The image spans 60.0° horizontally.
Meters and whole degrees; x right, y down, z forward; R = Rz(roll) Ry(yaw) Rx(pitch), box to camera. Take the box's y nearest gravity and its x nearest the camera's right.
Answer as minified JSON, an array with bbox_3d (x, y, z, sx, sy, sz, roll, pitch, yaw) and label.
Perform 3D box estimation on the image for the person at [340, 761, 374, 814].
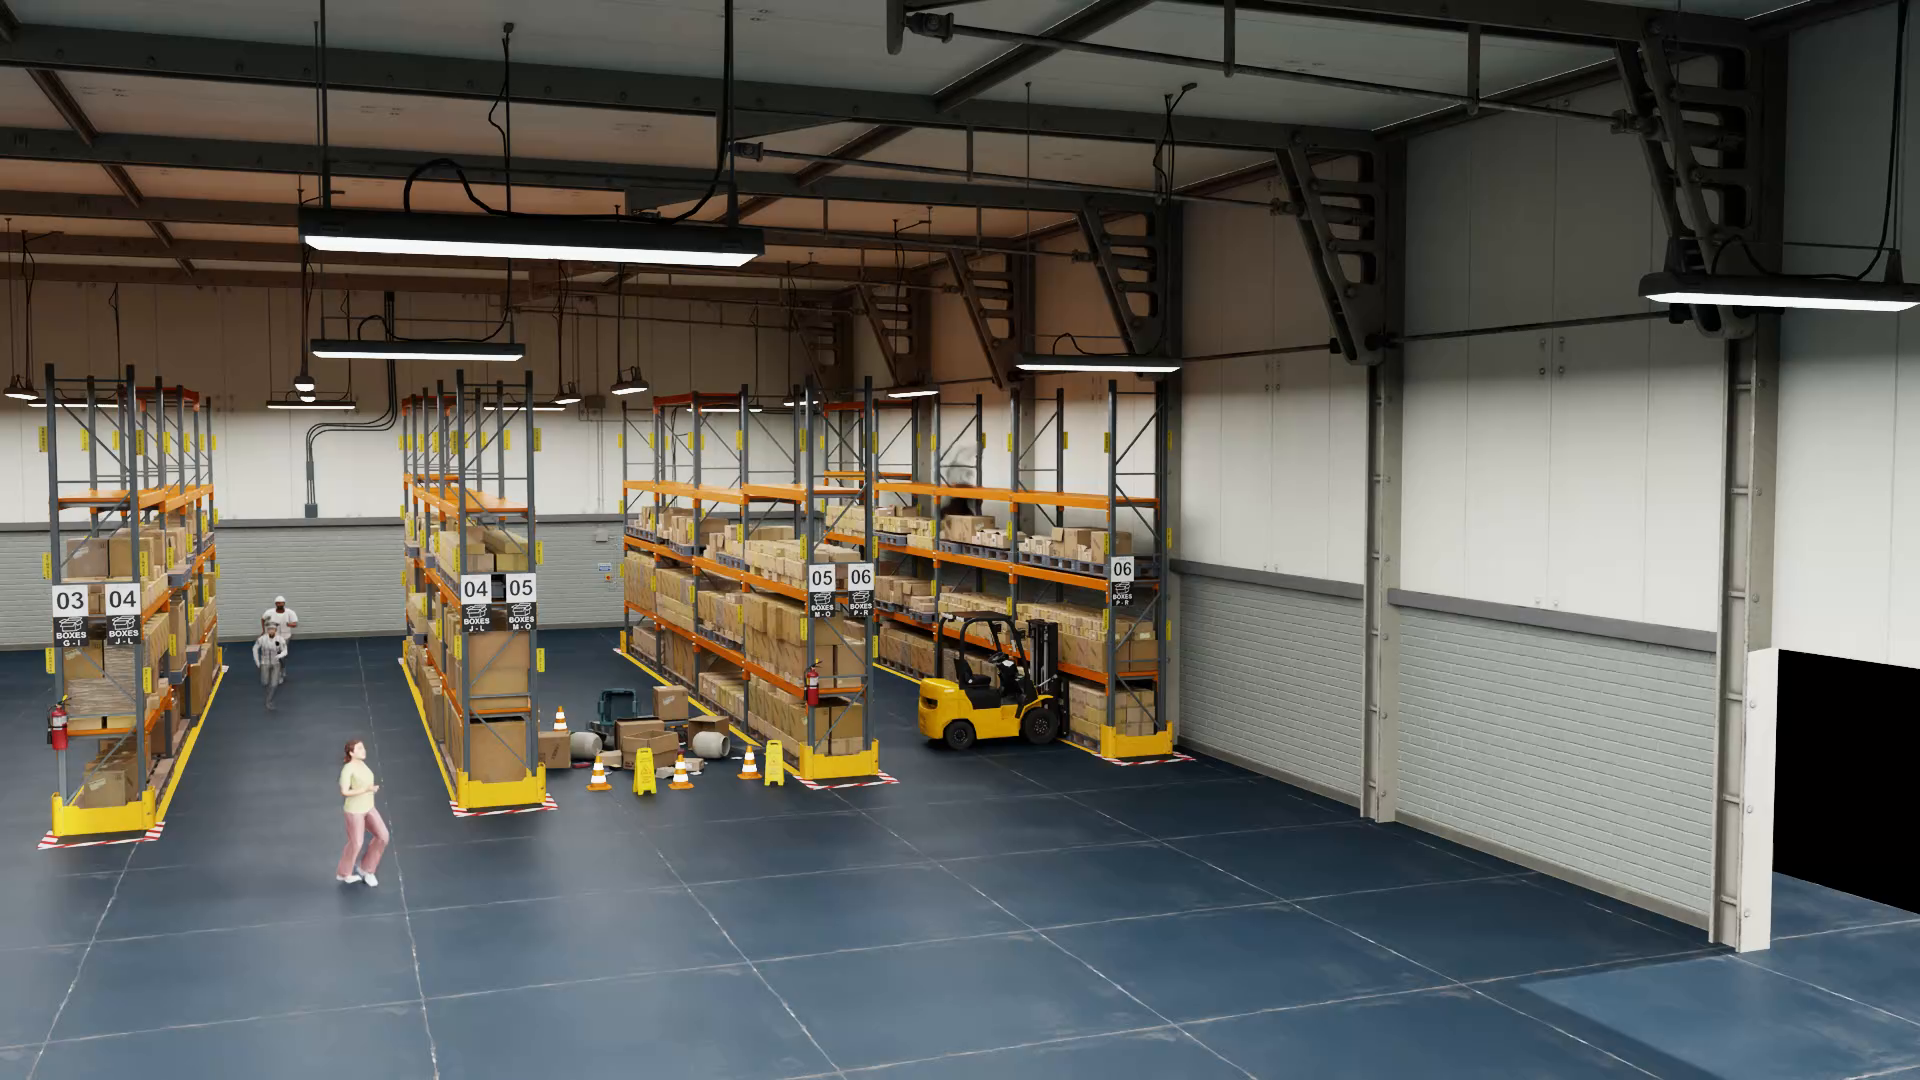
[{"bbox_3d":[-6.801,2.769,18.708,0.386,0.572,0.526,1,4,18],"label":"person"}]

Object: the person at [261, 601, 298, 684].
[{"bbox_3d":[-14.241,2.093,34.851,0.677,1.783,0.874,-2,4,-31],"label":"person"}]

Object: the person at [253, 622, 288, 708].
[{"bbox_3d":[-13.005,2.355,31.355,0.614,1.646,0.589,-1,4,-19],"label":"person"}]
